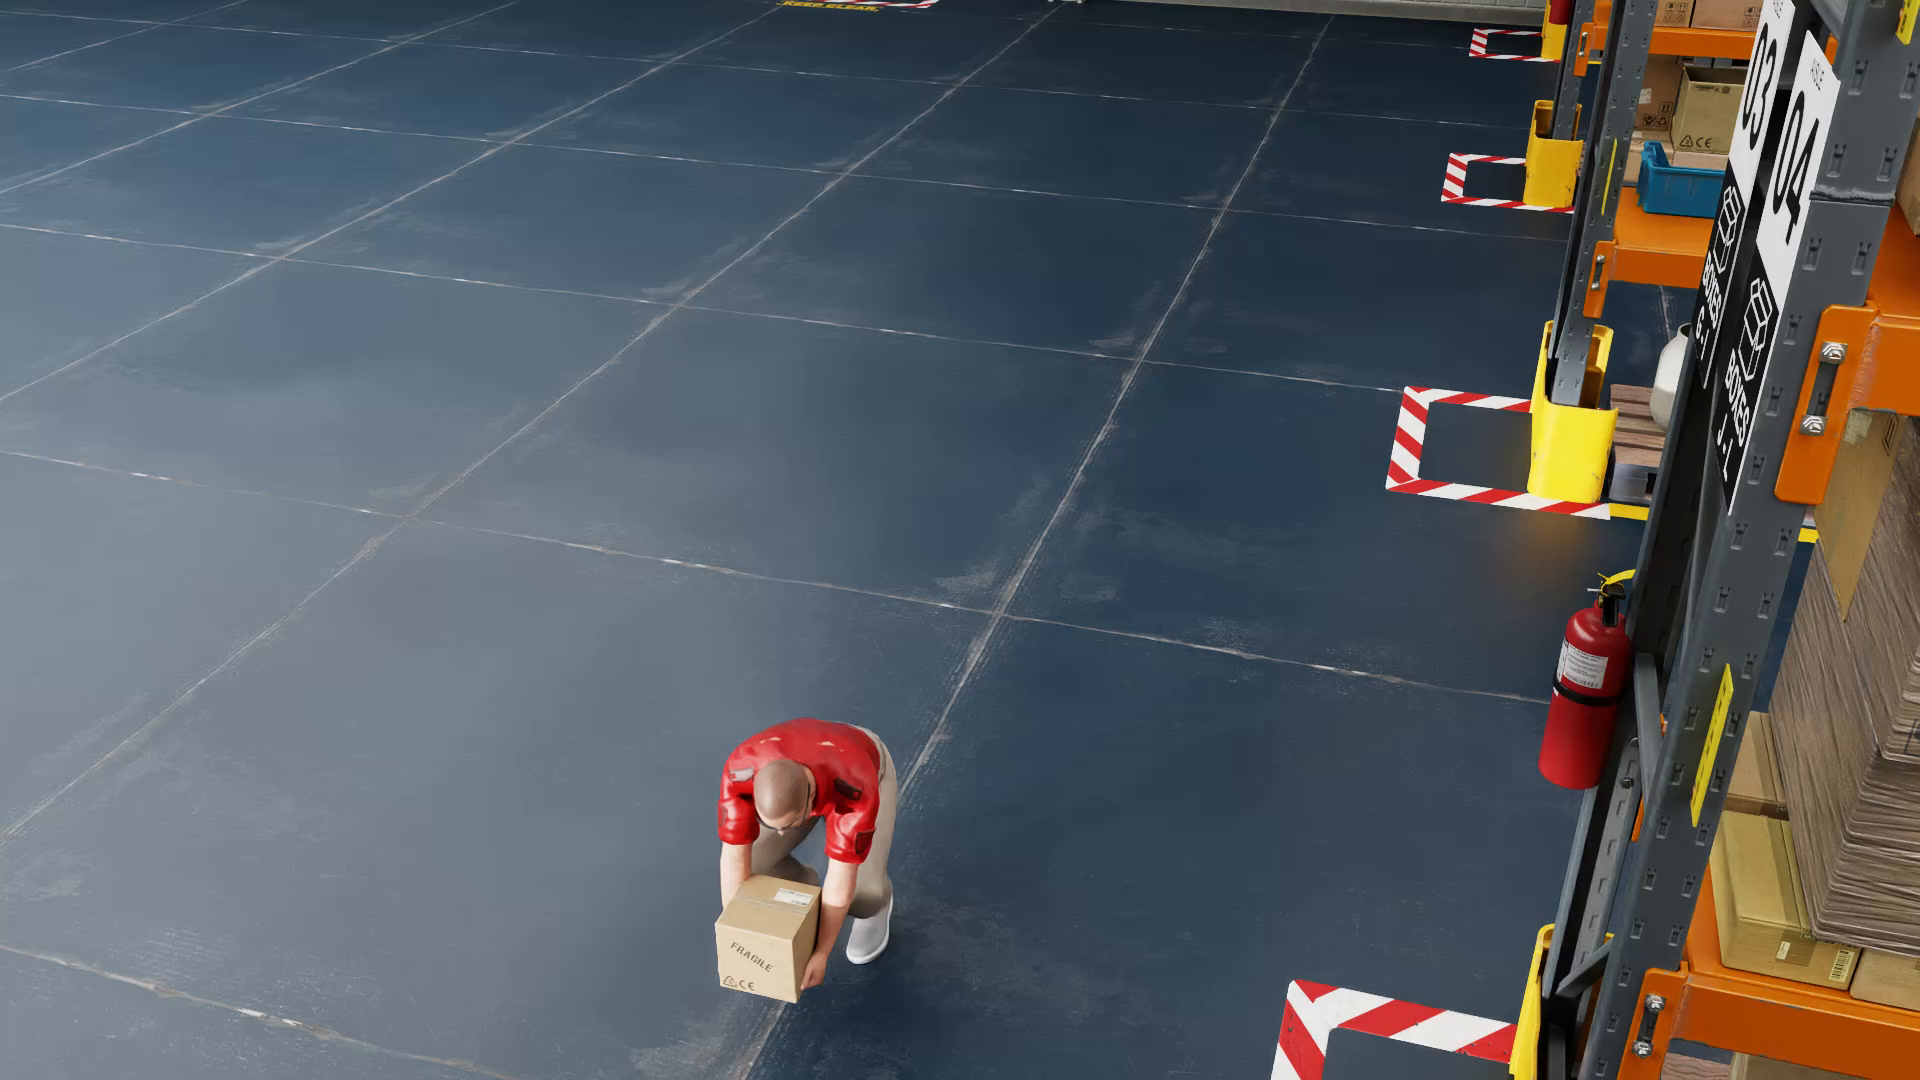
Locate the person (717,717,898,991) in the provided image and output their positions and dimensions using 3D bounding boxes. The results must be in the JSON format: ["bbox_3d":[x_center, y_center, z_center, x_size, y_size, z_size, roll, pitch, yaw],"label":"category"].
[{"bbox_3d":[-0.465,0.917,5.258,0.525,0.997,0.854,8,30,14],"label":"person"}]
